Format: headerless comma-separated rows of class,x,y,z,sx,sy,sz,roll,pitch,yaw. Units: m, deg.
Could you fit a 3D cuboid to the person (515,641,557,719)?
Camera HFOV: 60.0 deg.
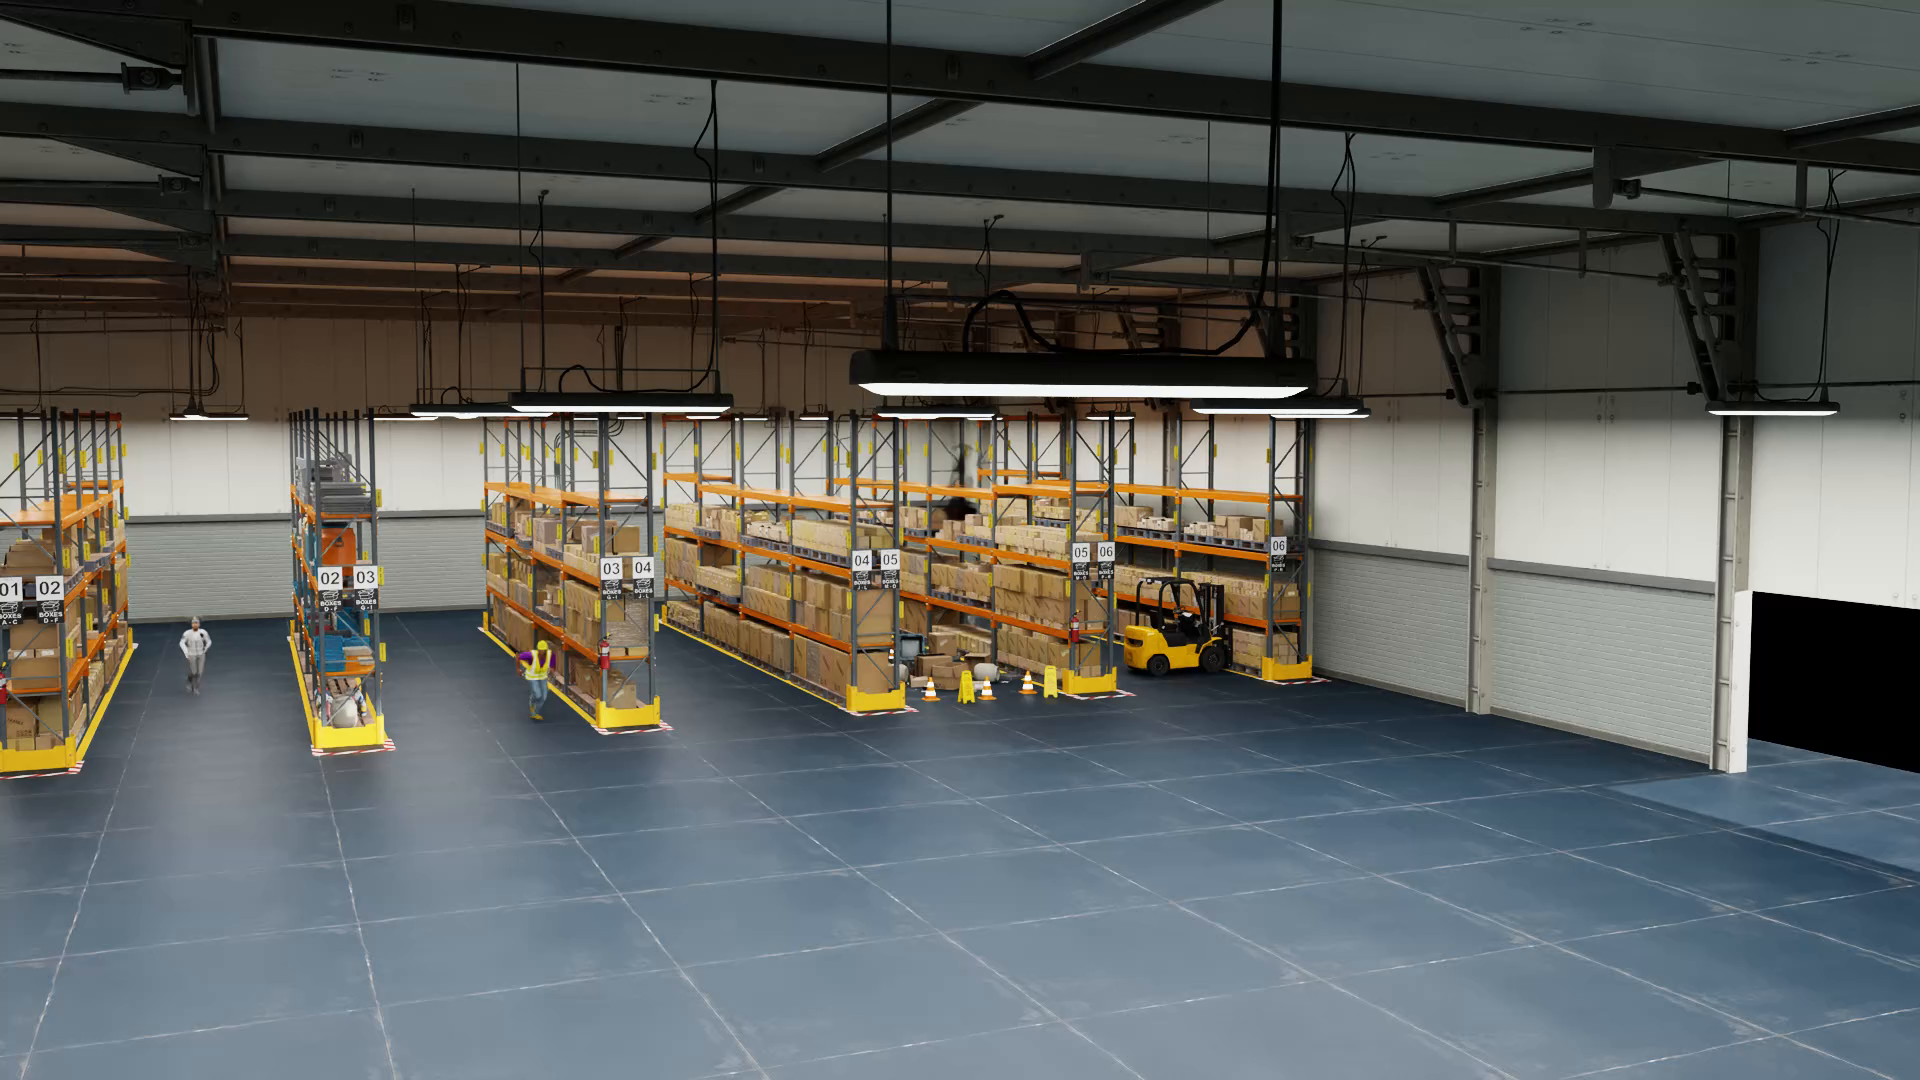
person,-8.135,2.697,31.952,0.734,1.577,0.830,-3,5,-33

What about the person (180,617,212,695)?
person,-16.099,2.441,35.085,0.605,1.668,0.566,-2,5,-32

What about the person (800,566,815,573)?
person,-4.756,1.285,50.929,0.664,1.747,0.742,-1,4,-10

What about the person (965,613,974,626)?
person,0.272,1.682,45.242,0.675,1.807,0.692,-2,4,-23
